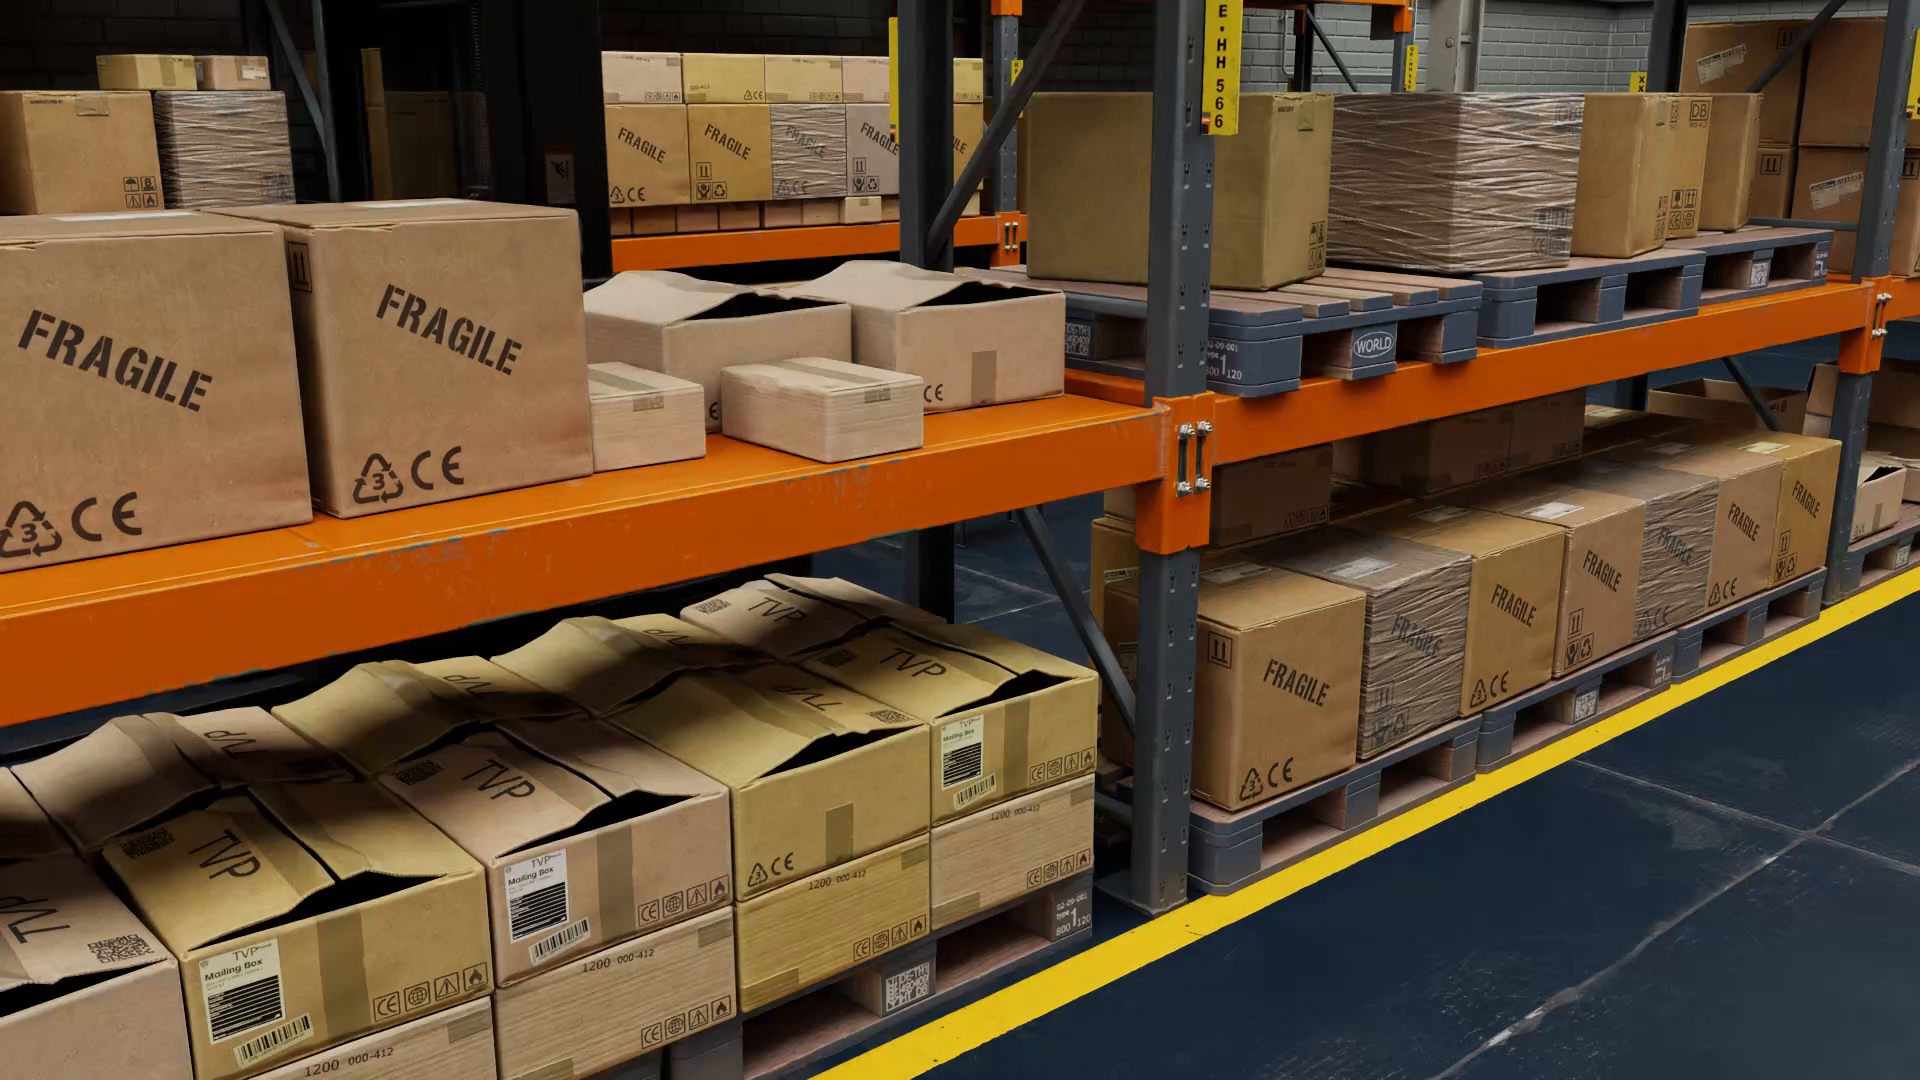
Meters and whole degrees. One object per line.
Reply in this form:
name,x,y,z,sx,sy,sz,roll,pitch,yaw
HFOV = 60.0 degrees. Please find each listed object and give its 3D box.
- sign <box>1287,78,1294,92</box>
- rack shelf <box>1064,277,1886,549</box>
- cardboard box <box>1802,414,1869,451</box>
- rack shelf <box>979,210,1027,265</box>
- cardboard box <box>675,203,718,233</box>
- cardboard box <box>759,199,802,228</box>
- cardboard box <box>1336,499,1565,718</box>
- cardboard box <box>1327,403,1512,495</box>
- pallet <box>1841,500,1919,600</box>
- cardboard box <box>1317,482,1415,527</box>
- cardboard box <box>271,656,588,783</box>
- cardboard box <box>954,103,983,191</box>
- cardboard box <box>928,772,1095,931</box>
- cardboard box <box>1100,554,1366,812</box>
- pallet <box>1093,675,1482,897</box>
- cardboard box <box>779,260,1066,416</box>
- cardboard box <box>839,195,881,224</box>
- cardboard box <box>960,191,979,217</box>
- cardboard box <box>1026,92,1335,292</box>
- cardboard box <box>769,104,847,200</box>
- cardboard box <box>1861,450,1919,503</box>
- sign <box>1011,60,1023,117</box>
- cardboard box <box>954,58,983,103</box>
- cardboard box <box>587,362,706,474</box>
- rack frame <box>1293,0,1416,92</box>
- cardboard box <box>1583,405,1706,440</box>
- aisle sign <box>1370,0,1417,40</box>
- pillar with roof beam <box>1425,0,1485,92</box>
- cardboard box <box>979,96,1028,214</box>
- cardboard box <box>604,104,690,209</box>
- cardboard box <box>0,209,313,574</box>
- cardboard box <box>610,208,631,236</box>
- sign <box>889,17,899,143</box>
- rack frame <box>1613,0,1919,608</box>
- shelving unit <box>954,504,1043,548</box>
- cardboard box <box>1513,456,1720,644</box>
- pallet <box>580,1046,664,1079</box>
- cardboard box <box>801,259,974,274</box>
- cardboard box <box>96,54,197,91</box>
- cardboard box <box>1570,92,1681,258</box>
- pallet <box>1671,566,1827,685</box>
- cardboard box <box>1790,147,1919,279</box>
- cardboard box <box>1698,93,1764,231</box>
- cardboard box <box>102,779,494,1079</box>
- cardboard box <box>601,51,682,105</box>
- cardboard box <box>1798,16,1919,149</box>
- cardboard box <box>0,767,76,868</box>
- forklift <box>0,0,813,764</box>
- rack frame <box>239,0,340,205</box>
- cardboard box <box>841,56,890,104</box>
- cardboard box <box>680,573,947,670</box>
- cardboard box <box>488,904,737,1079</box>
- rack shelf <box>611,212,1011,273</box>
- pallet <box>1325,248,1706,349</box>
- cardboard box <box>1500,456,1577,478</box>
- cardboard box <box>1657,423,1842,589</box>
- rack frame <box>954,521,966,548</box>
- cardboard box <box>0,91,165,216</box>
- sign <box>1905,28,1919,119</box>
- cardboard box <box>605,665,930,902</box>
sign,2.628,-3.488,13.165,0.005,0.325,0.100,-13,19,-39
rack shelf,1.717,-0.595,5.558,4.000,0.370,1.077,-13,19,-39
cardboard box,4.035,-0.473,8.068,0.500,0.311,0.500,-13,19,-39
rack shelf,1.479,-2.236,11.703,4.000,0.370,1.077,-13,19,-39
cardboard box,-1.496,-1.728,8.856,0.250,0.149,0.380,-13,19,-39
cardboard box,-1.086,-1.814,9.177,0.250,0.149,0.380,-13,20,-41
cardboard box,1.512,0.196,5.194,0.500,0.500,0.500,-13,20,-40
cardboard box,1.568,-0.359,5.821,0.500,0.250,0.500,-13,20,-40
pallet,3.744,-0.050,7.529,1.213,0.211,1.003,-13,19,-39
cardboard box,1.150,0.100,5.555,0.500,0.500,0.500,-14,20,-41
cardboard box,-1.157,0.459,3.646,0.500,0.311,0.500,-13,20,-41
cardboard box,-0.212,-2.319,9.812,0.500,0.500,0.500,-13,20,-40
cardboard box,-0.029,0.659,3.986,0.500,0.250,0.500,-12,19,-38
cardboard box,0.739,0.370,4.543,0.500,0.500,0.500,-12,19,-37
pallet,0.796,0.625,5.003,1.213,0.211,1.003,-13,19,-39
cardboard box,-0.095,-0.507,4.010,0.500,0.311,0.500,-11,19,-36
cardboard box,-0.659,-1.882,9.432,0.250,0.149,0.380,-13,19,-39
cardboard box,-0.098,-2.021,9.951,0.250,0.149,0.380,-12,19,-39
cardboard box,0.609,-0.983,4.611,0.700,0.500,0.500,8,17,28
cardboard box,-0.975,-2.148,9.168,0.500,0.500,0.500,-13,19,-39
cardboard box,4.330,-0.302,7.707,0.250,0.166,0.380,-13,19,-39
sign,0.334,-2.662,9.813,0.005,0.325,0.100,-13,19,-39
cardboard box,-0.214,-2.680,9.709,0.500,0.250,0.500,-12,19,-38
cardboard box,-0.717,-0.255,3.380,0.250,0.149,0.380,-11,18,-35
rack frame,2.988,-2.923,12.879,0.127,3.000,1.000,-13,19,-39
cardboard box,2.700,-0.252,6.870,0.500,0.500,0.500,-14,20,-42
aisle sign,3.239,-4.132,12.370,0.004,0.787,0.394,-13,19,-39
pillar with roof beam,7.283,-5.609,11.310,0.400,9.000,9.100,-13,19,-39
cardboard box,0.391,-2.479,10.635,0.700,0.700,0.980,-12,19,-39
cardboard box,-1.736,-1.972,8.512,0.500,0.500,0.500,-13,20,-40
cardboard box,-1.444,-0.275,2.774,0.500,0.500,0.500,-13,19,-39
cardboard box,-1.896,-1.648,8.556,0.250,0.149,0.380,-12,19,-38
sign,-0.156,-1.229,4.447,0.005,0.325,0.100,-13,19,-39
rack frame,3.225,-1.281,6.734,0.127,3.000,1.000,-13,19,-39
shelving unit,0.125,-0.608,7.700,0.503,1.200,0.258,-13,19,-39
cardboard box,2.284,0.020,5.853,0.500,0.500,0.500,-12,19,-39
pallet,-1.359,1.081,3.294,1.213,0.211,1.003,-13,19,-39
cardboard box,-0.434,-1.274,10.058,0.750,0.750,0.750,-12,19,-39
cardboard box,-3.520,-2.020,7.196,0.380,0.149,0.250,12,19,38
cardboard box,1.933,-1.221,5.501,0.700,0.500,0.500,10,18,33
pallet,2.637,0.211,6.550,1.213,0.211,1.003,-13,19,-39
cardboard box,3.789,-1.363,6.846,0.500,0.500,0.500,-12,19,-38
cardboard box,2.721,-1.496,6.529,0.700,0.500,0.500,8,17,28
cardboard box,-1.176,0.646,2.945,0.500,0.311,0.500,-12,19,-38
cardboard box,-1.756,-2.335,8.416,0.500,0.250,0.500,-12,19,-39
cardboard box,3.765,-1.838,6.686,0.500,0.500,0.500,-12,19,-38
cardboard box,-1.926,0.631,3.004,0.500,0.311,0.500,-13,20,-40
forklift,-1.970,-0.906,5.461,1.130,2.935,3.031,14,21,43
rack frame,-3.047,-1.567,7.805,0.127,3.000,1.000,-13,19,-39
cardboard box,-0.606,-2.595,9.391,0.500,0.250,0.500,-12,19,-38
cardboard box,-0.380,0.283,4.307,0.500,0.311,0.500,-12,19,-38
cardboard box,-0.797,0.831,3.340,0.500,0.250,0.500,-12,19,-38
rack shelf,-1.538,-1.559,9.166,4.000,0.370,1.077,-13,19,-39
pallet,1.672,-0.841,5.459,1.213,0.211,1.003,-13,19,-39
cardboard box,1.923,-0.076,6.213,0.500,0.500,0.500,-12,19,-39
cardboard box,3.041,-0.147,6.478,0.500,0.500,0.500,-13,20,-40
rack frame,-0.059,-0.566,7.545,0.015,1.200,0.240,-13,19,-39
cardboard box,-3.799,-1.647,7.056,0.700,0.500,0.500,14,20,42
sign,3.592,-1.733,6.182,0.005,0.325,0.100,-13,19,-39
cardboard box,-0.413,0.477,3.579,0.500,0.311,0.500,-13,20,-40
